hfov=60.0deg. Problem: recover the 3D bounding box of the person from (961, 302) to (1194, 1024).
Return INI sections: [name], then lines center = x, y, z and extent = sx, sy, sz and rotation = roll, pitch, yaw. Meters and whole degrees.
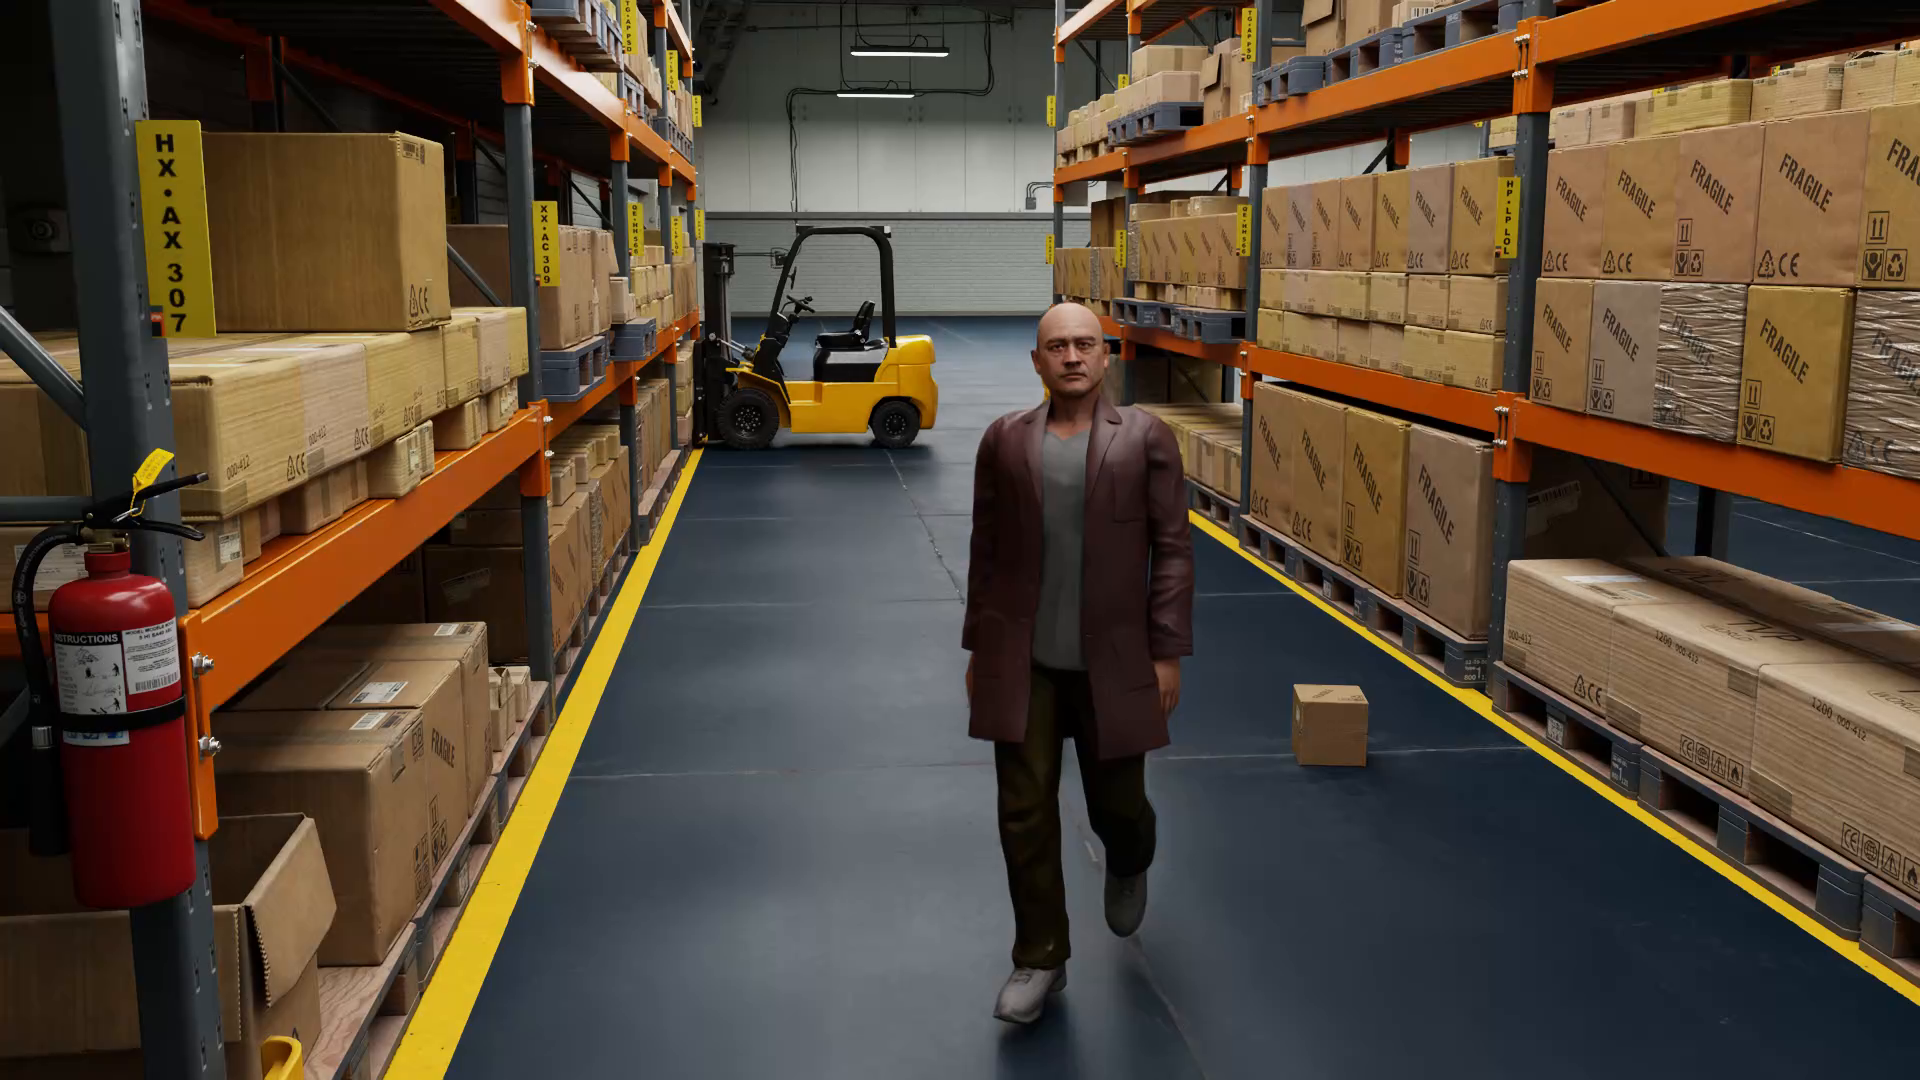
[person]
center = 0.294, 0.280, 4.234
extent = 0.602, 1.751, 0.784
rotation = 2, 10, 13
